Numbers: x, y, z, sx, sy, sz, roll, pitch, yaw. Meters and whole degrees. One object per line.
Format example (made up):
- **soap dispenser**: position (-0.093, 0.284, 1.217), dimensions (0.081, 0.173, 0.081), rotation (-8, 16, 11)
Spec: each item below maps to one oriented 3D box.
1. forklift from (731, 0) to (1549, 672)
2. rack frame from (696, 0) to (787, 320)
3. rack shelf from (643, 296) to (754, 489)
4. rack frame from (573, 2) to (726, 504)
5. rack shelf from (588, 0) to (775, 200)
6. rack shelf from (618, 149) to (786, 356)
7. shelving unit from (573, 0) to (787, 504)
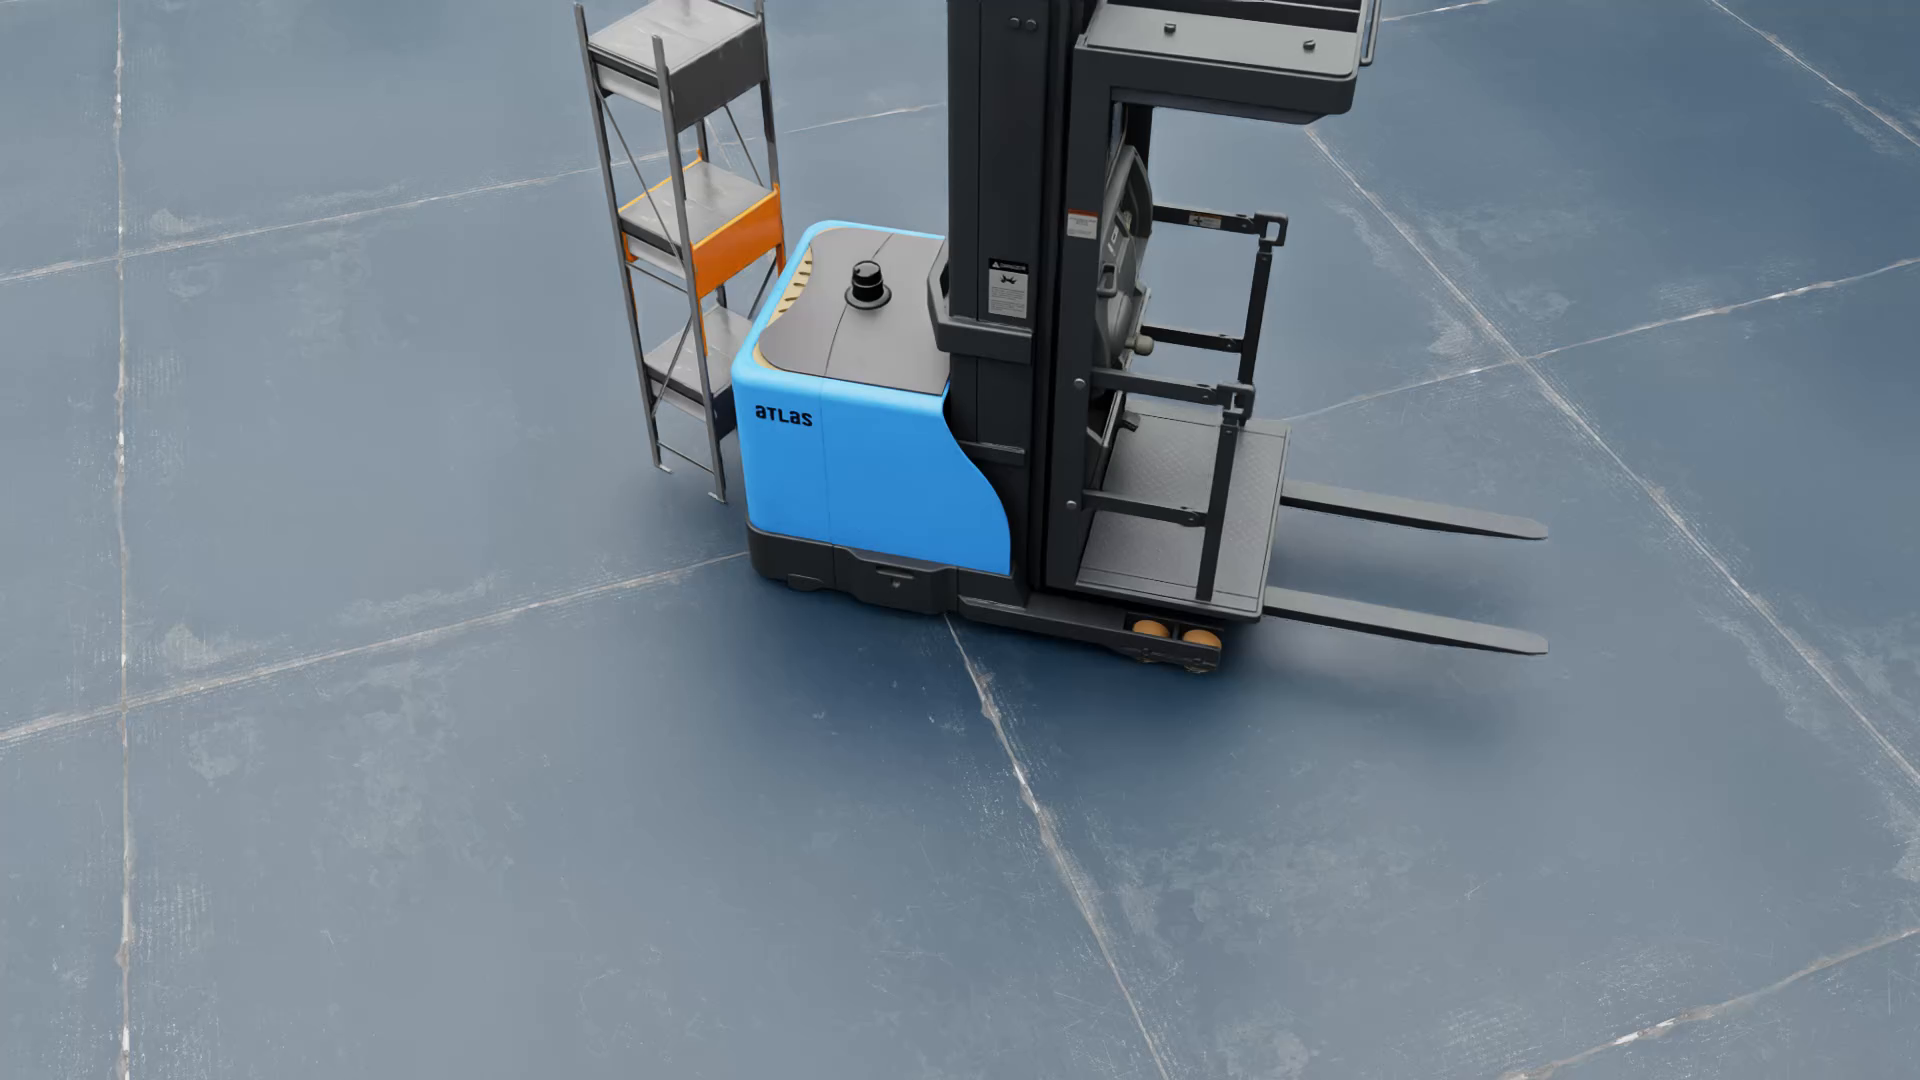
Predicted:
- **forklift**: position (0.746, -0.957, 5.634), dimensions (3.031, 2.935, 1.130), rotation (10, 46, 10)
- **rack frame**: position (-0.844, -1.255, 6.518), dimensions (0.400, 2.100, 0.015), rotation (28, 51, 25)
- **rack shelf**: position (-0.990, -0.612, 6.885), dimensions (0.431, 0.518, 0.480), rotation (28, 51, 25)
- **rack frame**: position (-1.135, -0.978, 6.242), dimensions (0.400, 2.100, 0.015), rotation (28, 51, 25)
- **rack shelf**: position (-0.990, -1.601, 5.894), dimensions (0.431, 0.518, 0.480), rotation (28, 51, 25)
- **rack shelf**: position (-0.990, -1.107, 6.389), dimensions (0.431, 0.518, 0.480), rotation (28, 51, 25)
- **shelving unit**: position (-0.990, -1.116, 6.380), dimensions (0.431, 2.100, 0.503), rotation (28, 51, 25)
